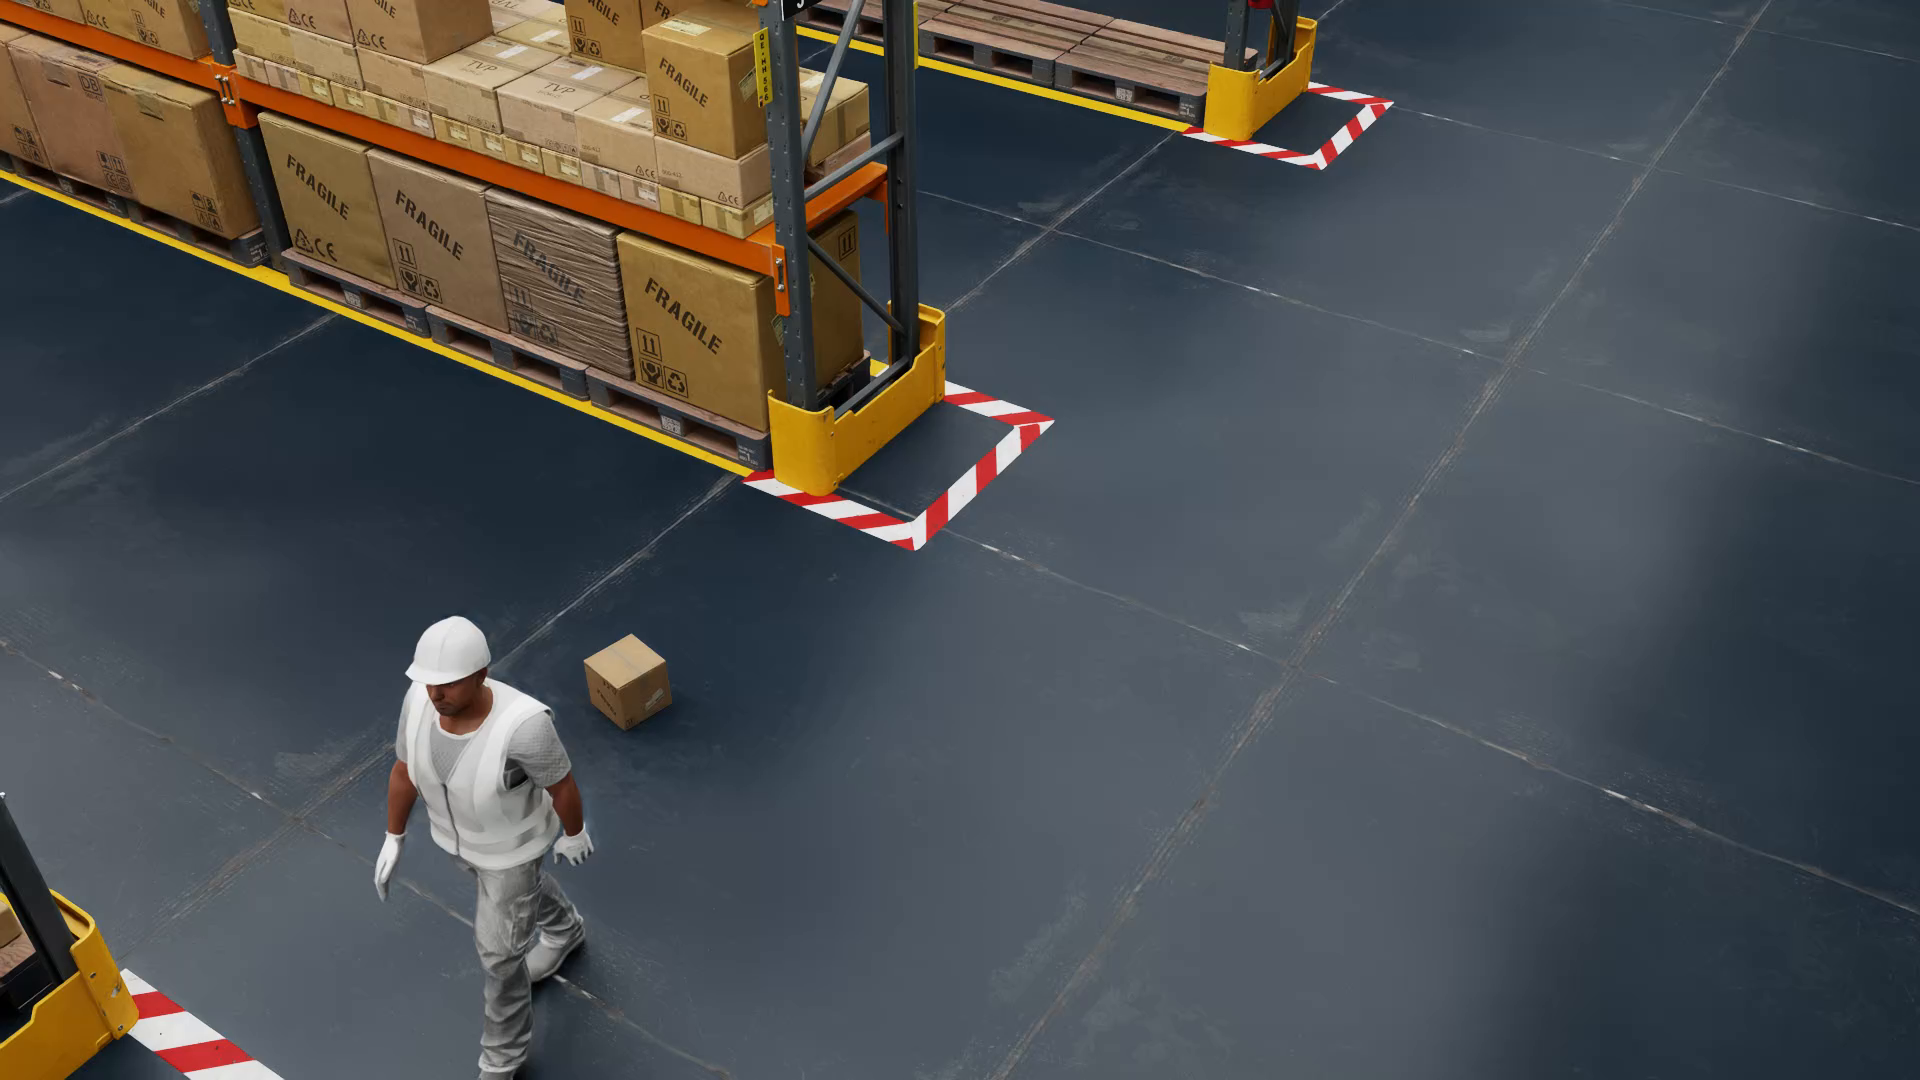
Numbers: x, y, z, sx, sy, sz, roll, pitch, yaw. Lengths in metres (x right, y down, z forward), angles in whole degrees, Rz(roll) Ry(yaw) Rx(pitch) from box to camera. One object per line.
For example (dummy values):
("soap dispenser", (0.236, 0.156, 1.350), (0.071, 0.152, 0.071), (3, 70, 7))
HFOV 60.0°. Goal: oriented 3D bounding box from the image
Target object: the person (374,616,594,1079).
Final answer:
("person", (-1.558, 1.022, 5.367), (0.561, 1.806, 0.820), (19, 42, 22))
